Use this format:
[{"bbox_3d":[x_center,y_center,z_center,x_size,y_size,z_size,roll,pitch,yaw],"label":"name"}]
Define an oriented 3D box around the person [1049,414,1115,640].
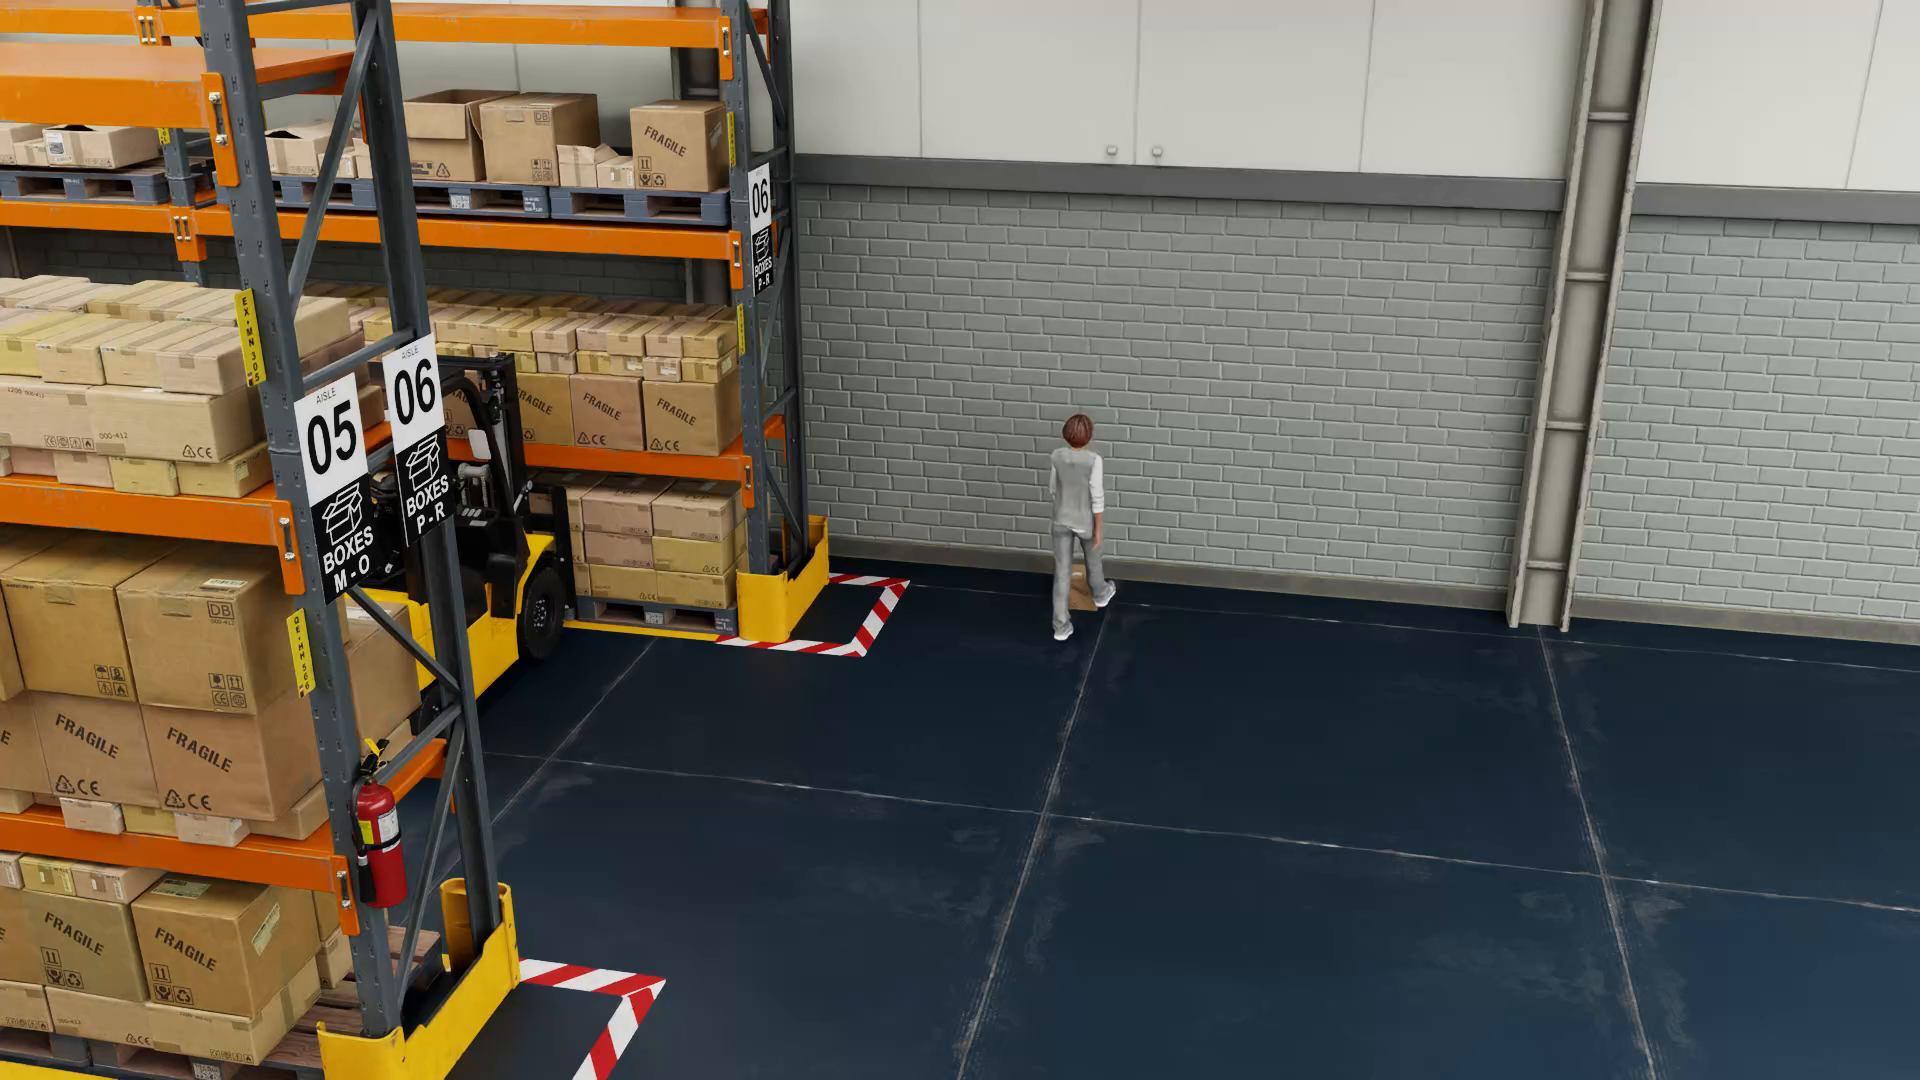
[{"bbox_3d":[0.826,-0.158,11.468,0.417,1.562,0.888,7,23,16],"label":"person"}]
